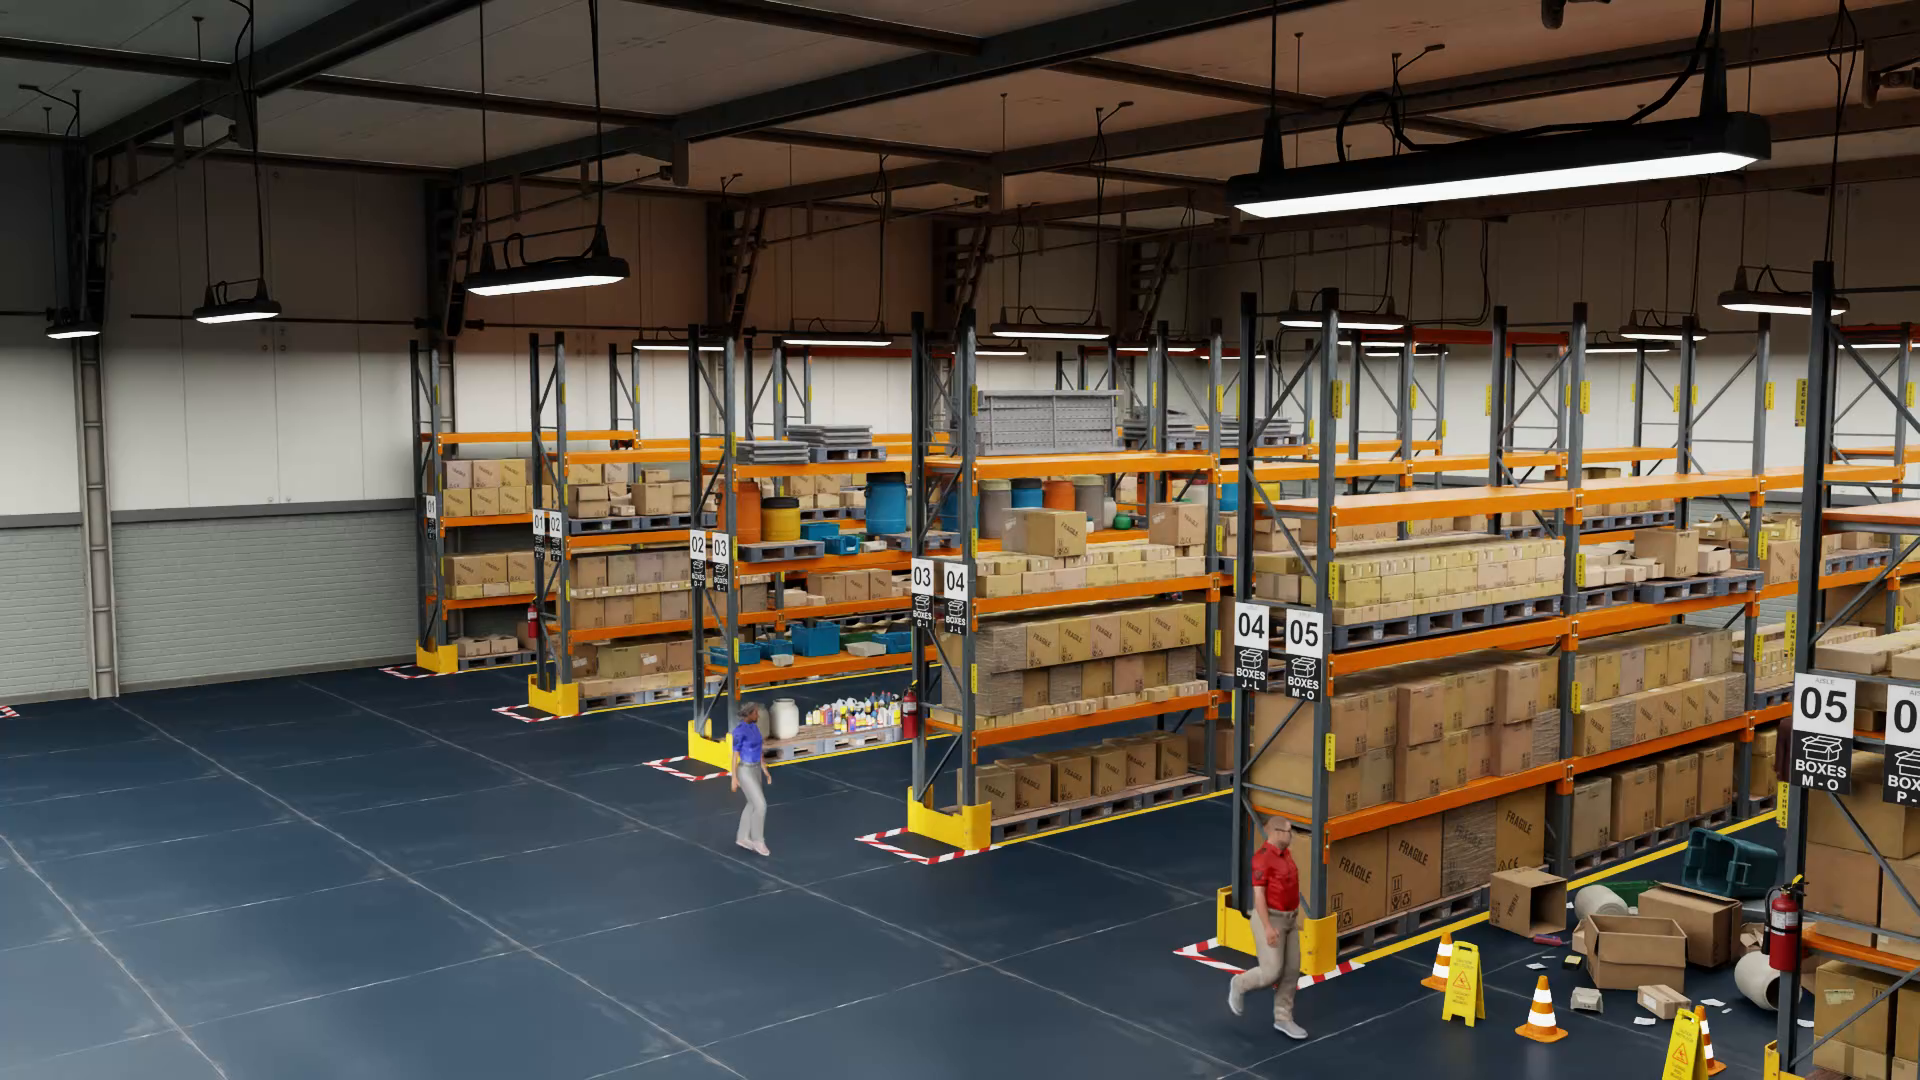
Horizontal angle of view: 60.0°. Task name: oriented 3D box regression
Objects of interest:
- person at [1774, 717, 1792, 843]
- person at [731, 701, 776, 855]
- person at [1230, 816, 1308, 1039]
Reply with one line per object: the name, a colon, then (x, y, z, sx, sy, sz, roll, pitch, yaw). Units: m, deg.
person: (9.271, 2.591, 18.327, 0.601, 1.777, 0.617, -3, 6, -33)
person: (-2.261, 2.645, 18.534, 0.556, 1.692, 0.469, 2, 6, 17)
person: (2.521, 3.076, 13.308, 0.641, 1.718, 0.585, 5, 7, 41)
